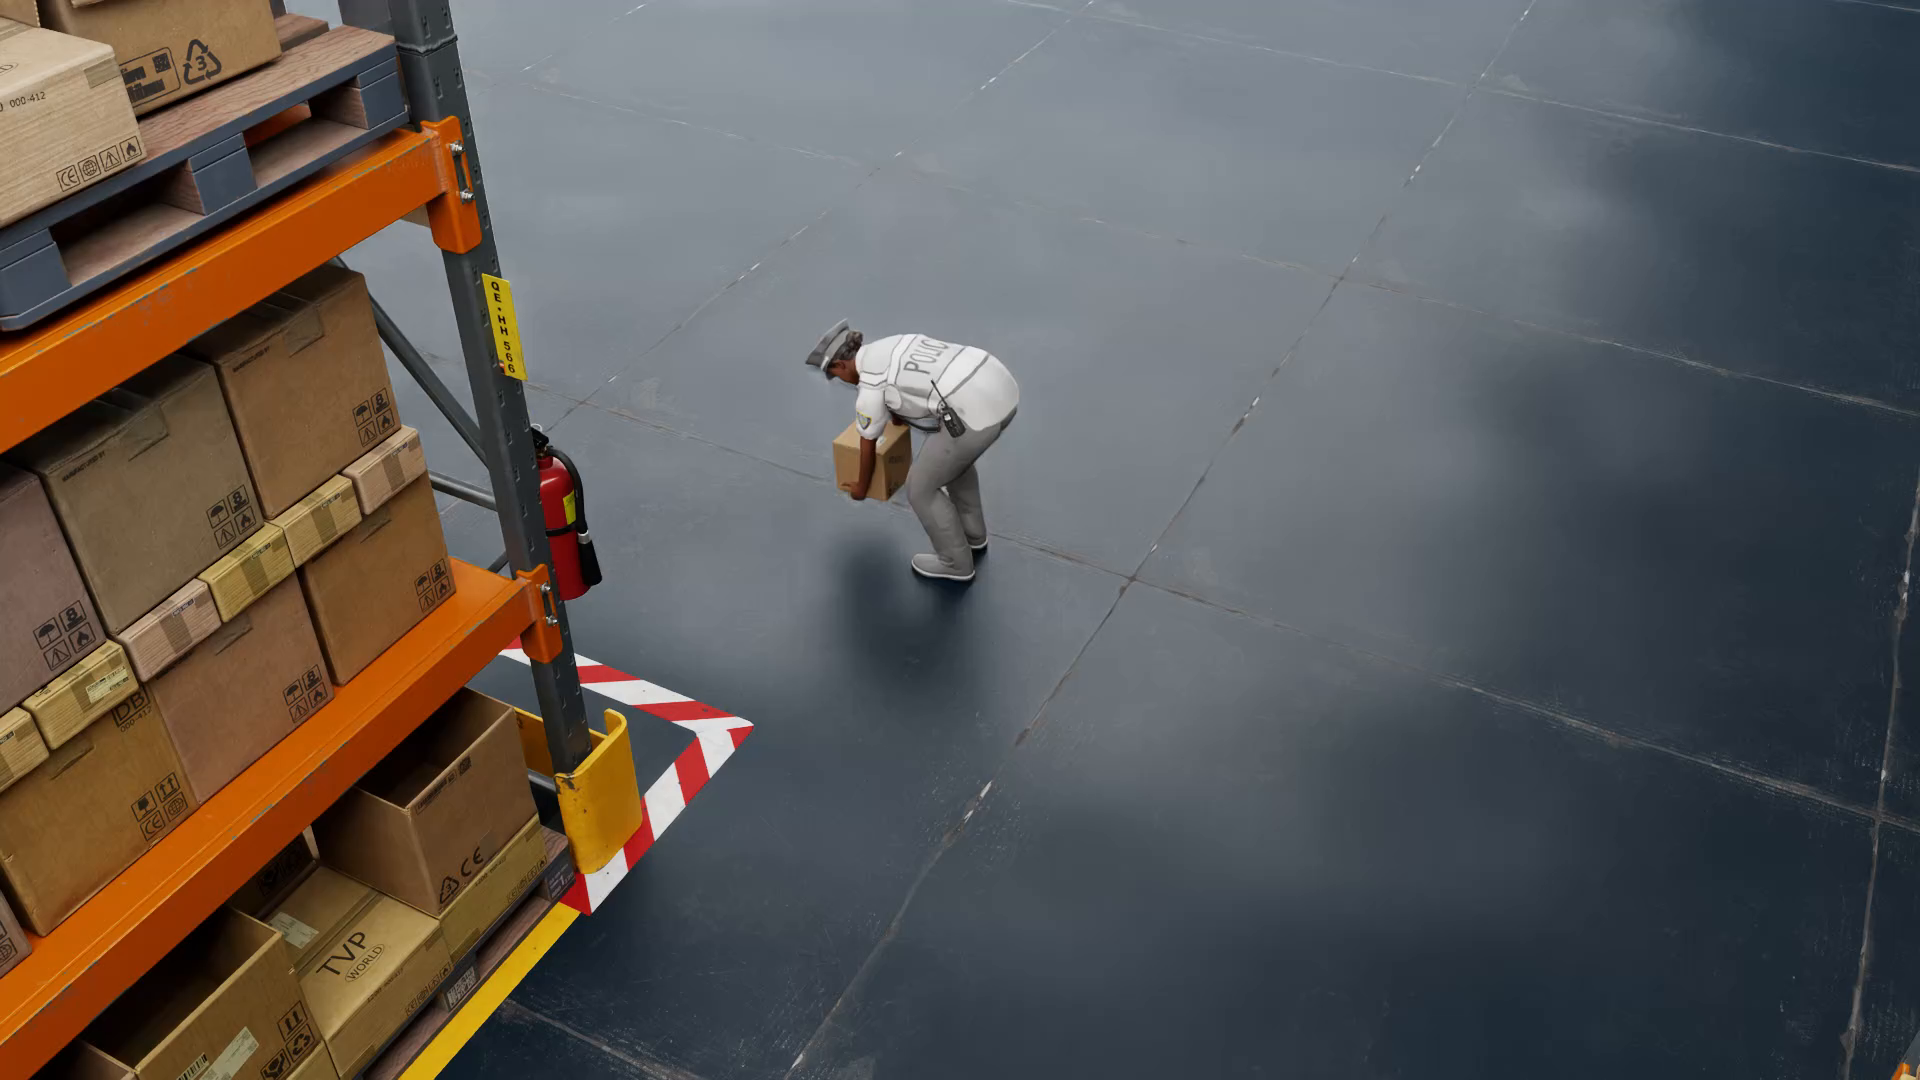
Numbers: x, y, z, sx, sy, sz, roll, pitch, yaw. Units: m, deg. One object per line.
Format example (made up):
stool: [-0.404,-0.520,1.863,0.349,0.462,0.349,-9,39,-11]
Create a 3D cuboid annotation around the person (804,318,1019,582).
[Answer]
person: [-0.213,-0.396,7.146,0.942,1.062,0.423,16,41,20]
